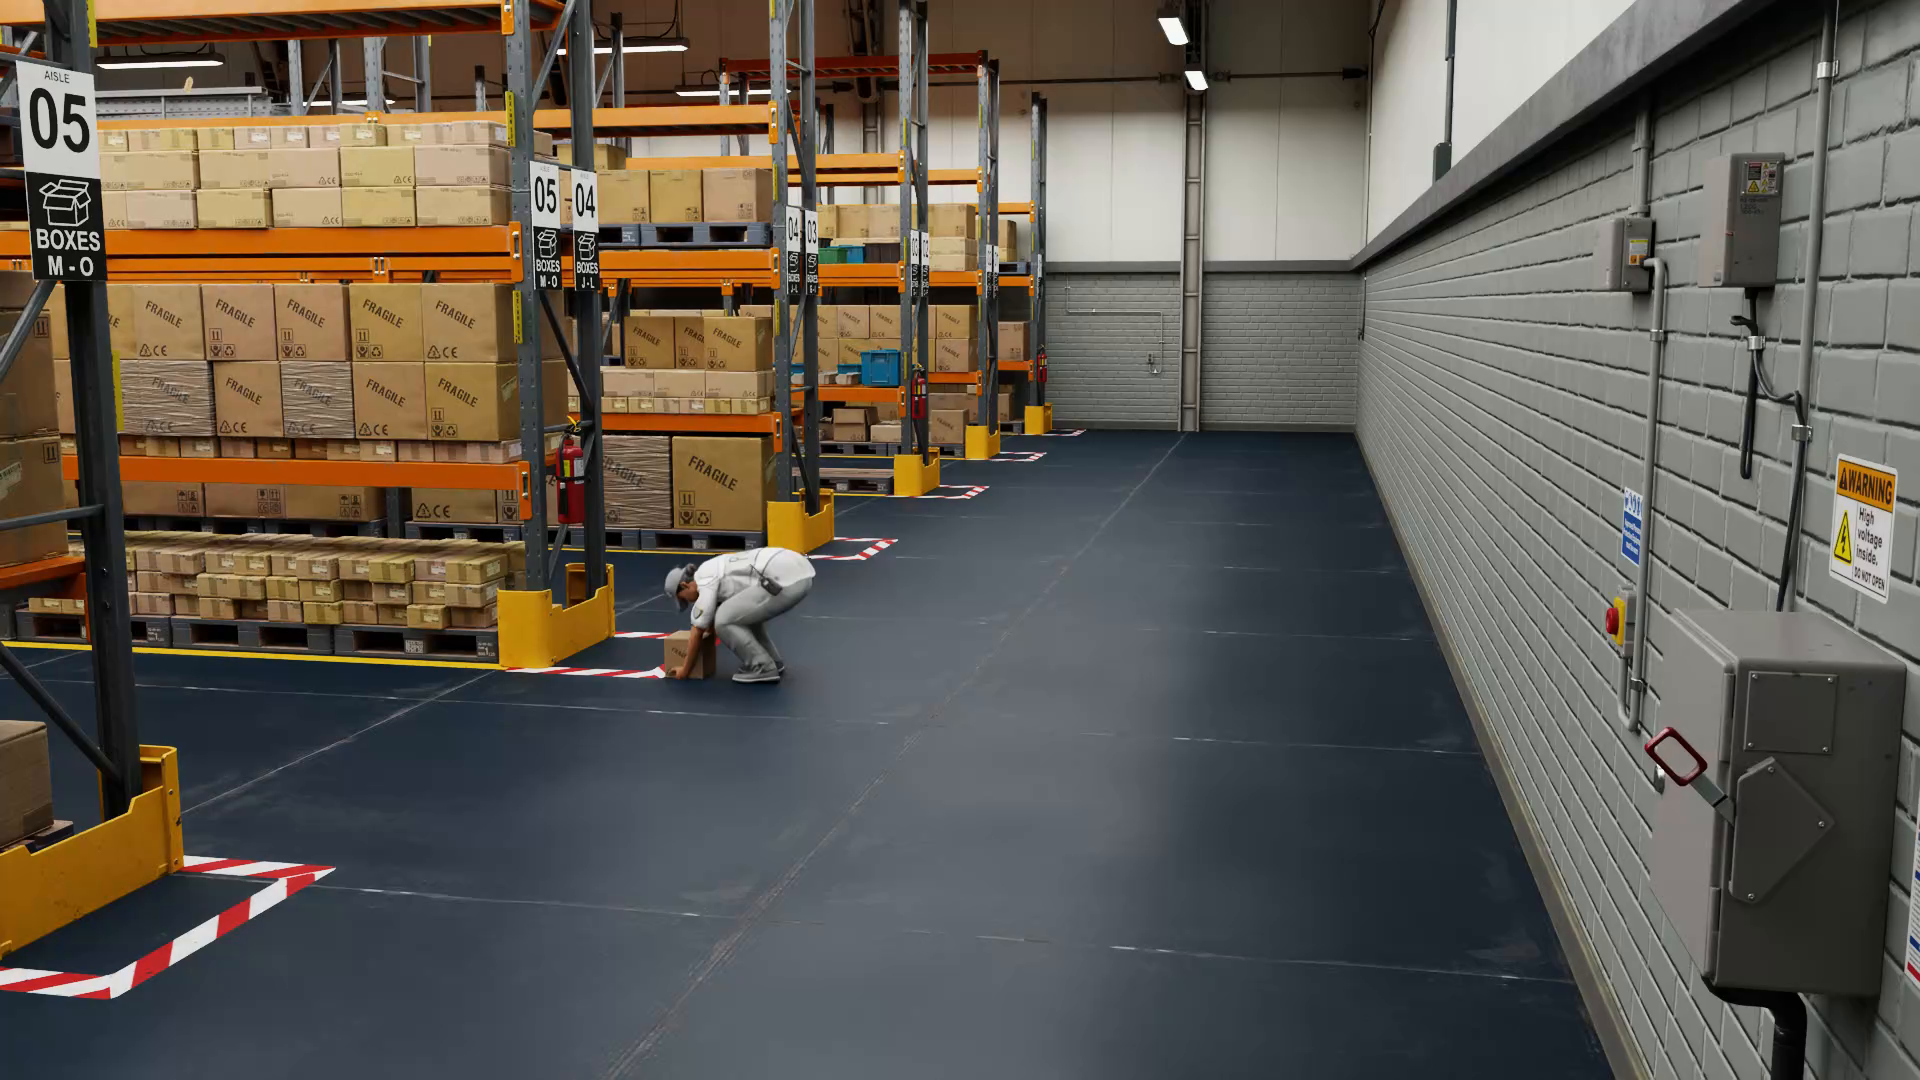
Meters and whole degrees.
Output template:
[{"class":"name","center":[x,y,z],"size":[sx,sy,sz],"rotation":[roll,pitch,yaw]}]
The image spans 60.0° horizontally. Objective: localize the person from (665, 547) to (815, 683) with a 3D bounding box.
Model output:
[{"class":"person","center":[-1.381,0.462,10.388],"size":[0.942,0.833,0.512],"rotation":[1,8,9]}]
